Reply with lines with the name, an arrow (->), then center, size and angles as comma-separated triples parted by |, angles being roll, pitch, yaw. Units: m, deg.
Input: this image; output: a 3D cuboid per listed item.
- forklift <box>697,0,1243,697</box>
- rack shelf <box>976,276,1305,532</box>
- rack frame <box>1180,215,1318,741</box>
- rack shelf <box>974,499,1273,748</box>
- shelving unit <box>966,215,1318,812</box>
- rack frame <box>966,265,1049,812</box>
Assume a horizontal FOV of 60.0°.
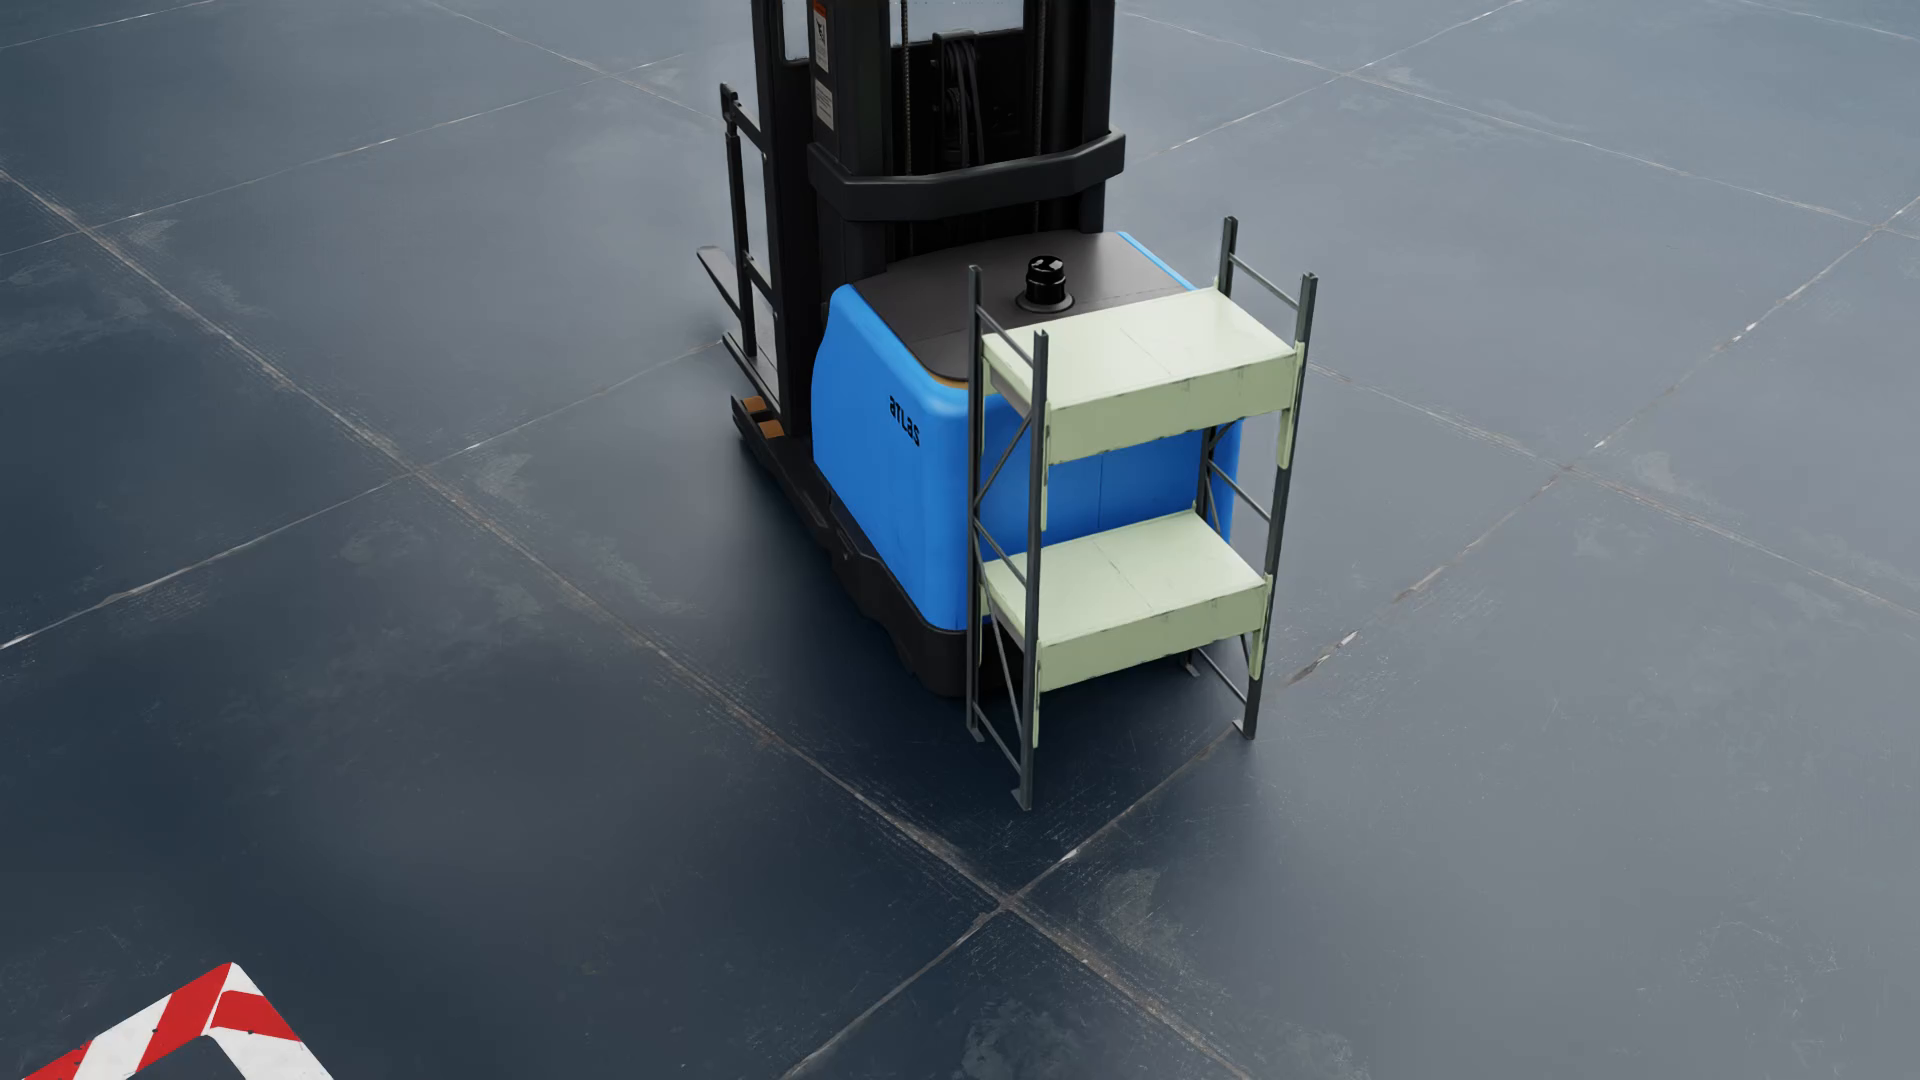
forklift -> -0.209, -1.569, 5.437 | 1.130, 2.935, 3.031 | -14, 37, -20
rack shelf -> 0.446, -0.363, 4.275 | 0.720, 0.370, 0.431 | -14, 38, -20
rack frame -> 0.780, -0.129, 4.622 | 0.023, 1.500, 0.400 | -14, 38, -20
rack shelf -> 0.445, 0.223, 4.687 | 0.720, 0.370, 0.431 | -14, 38, -20
shelving unit -> 0.445, -0.043, 4.499 | 0.755, 1.500, 0.431 | -14, 38, -20
rack frame -> 0.111, 0.042, 4.377 | 0.023, 1.500, 0.400 | -14, 38, -20
